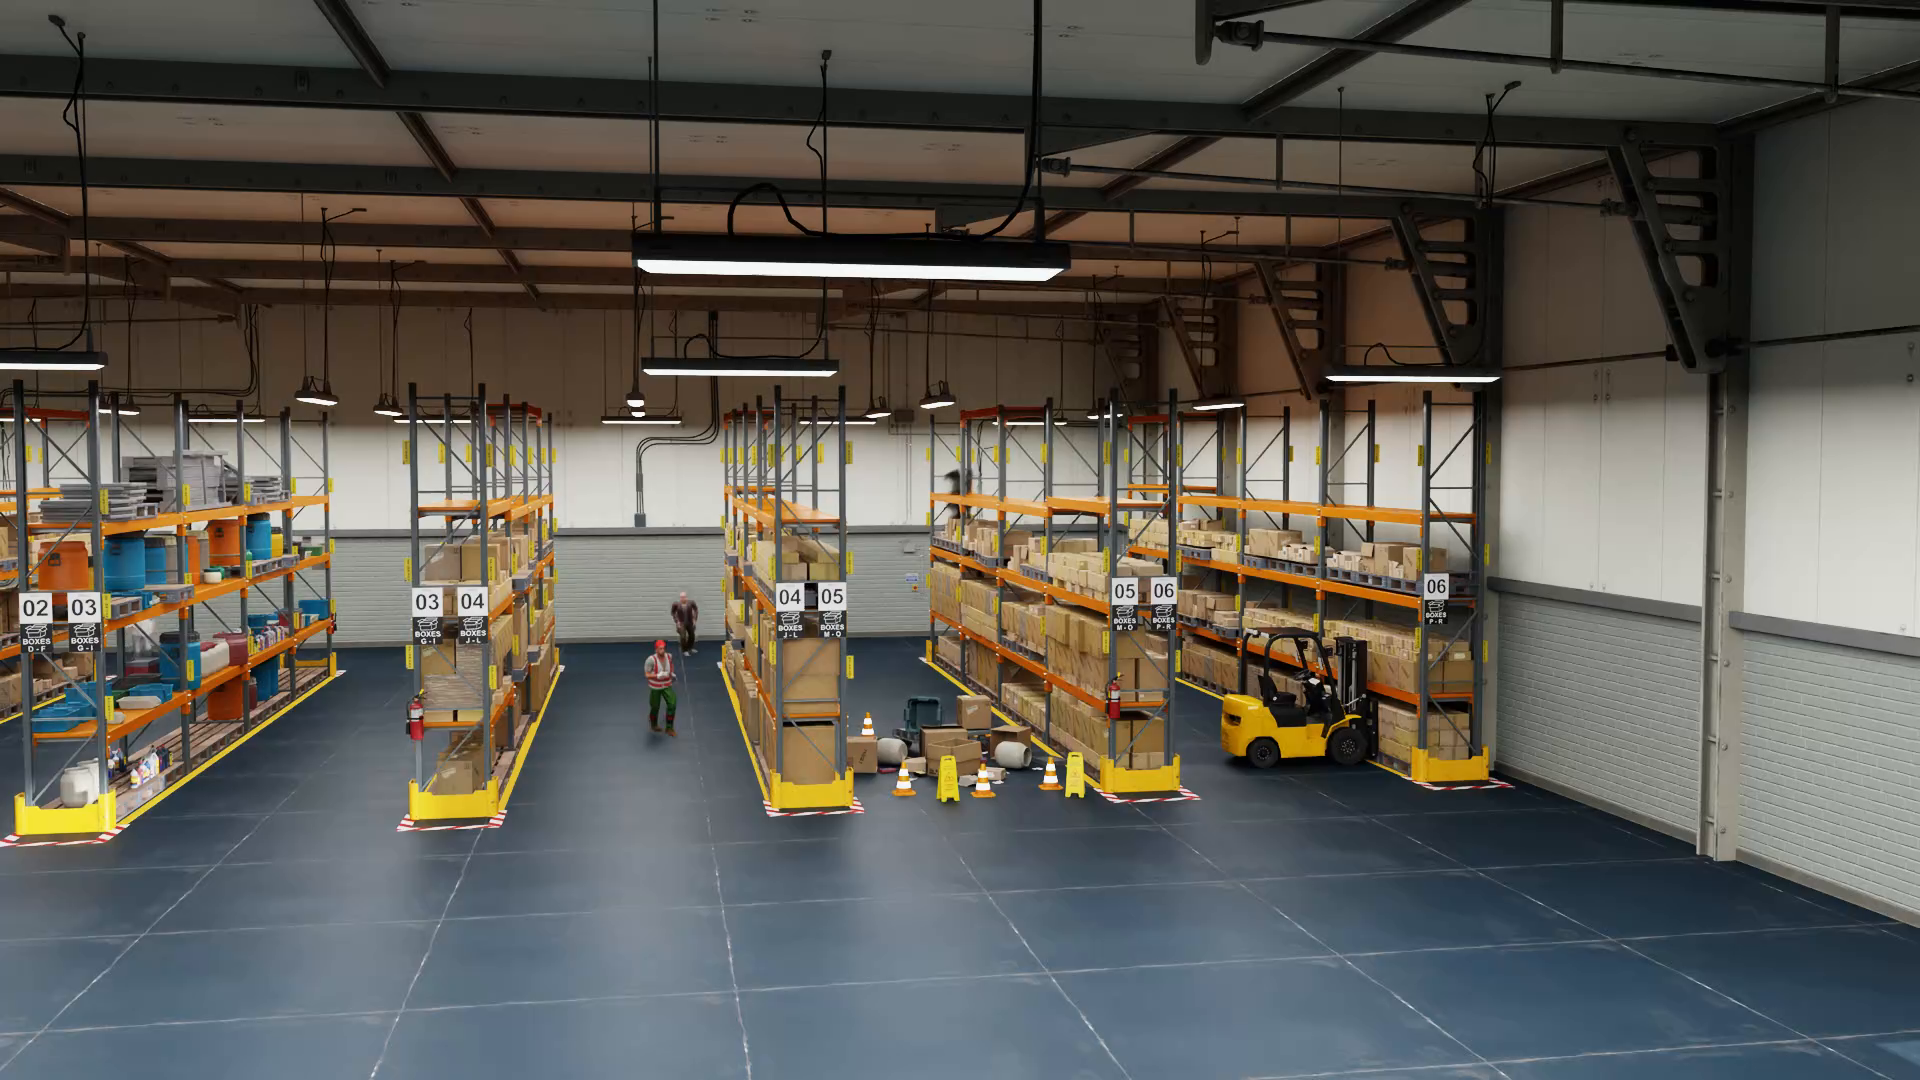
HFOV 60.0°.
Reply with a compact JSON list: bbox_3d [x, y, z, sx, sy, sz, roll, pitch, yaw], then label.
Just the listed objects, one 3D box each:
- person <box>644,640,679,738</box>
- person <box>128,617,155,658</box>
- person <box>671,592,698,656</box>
[{"bbox_3d":[-5.330,2.637,29.610,0.682,1.760,0.918,-2,3,-28],"label":"person"},{"bbox_3d":[-18.730,2.189,38.043,0.605,1.832,0.851,-2,3,-33],"label":"person"},{"bbox_3d":[-6.880,2.082,41.575,0.720,1.637,0.887,-1,3,-20],"label":"person"}]
